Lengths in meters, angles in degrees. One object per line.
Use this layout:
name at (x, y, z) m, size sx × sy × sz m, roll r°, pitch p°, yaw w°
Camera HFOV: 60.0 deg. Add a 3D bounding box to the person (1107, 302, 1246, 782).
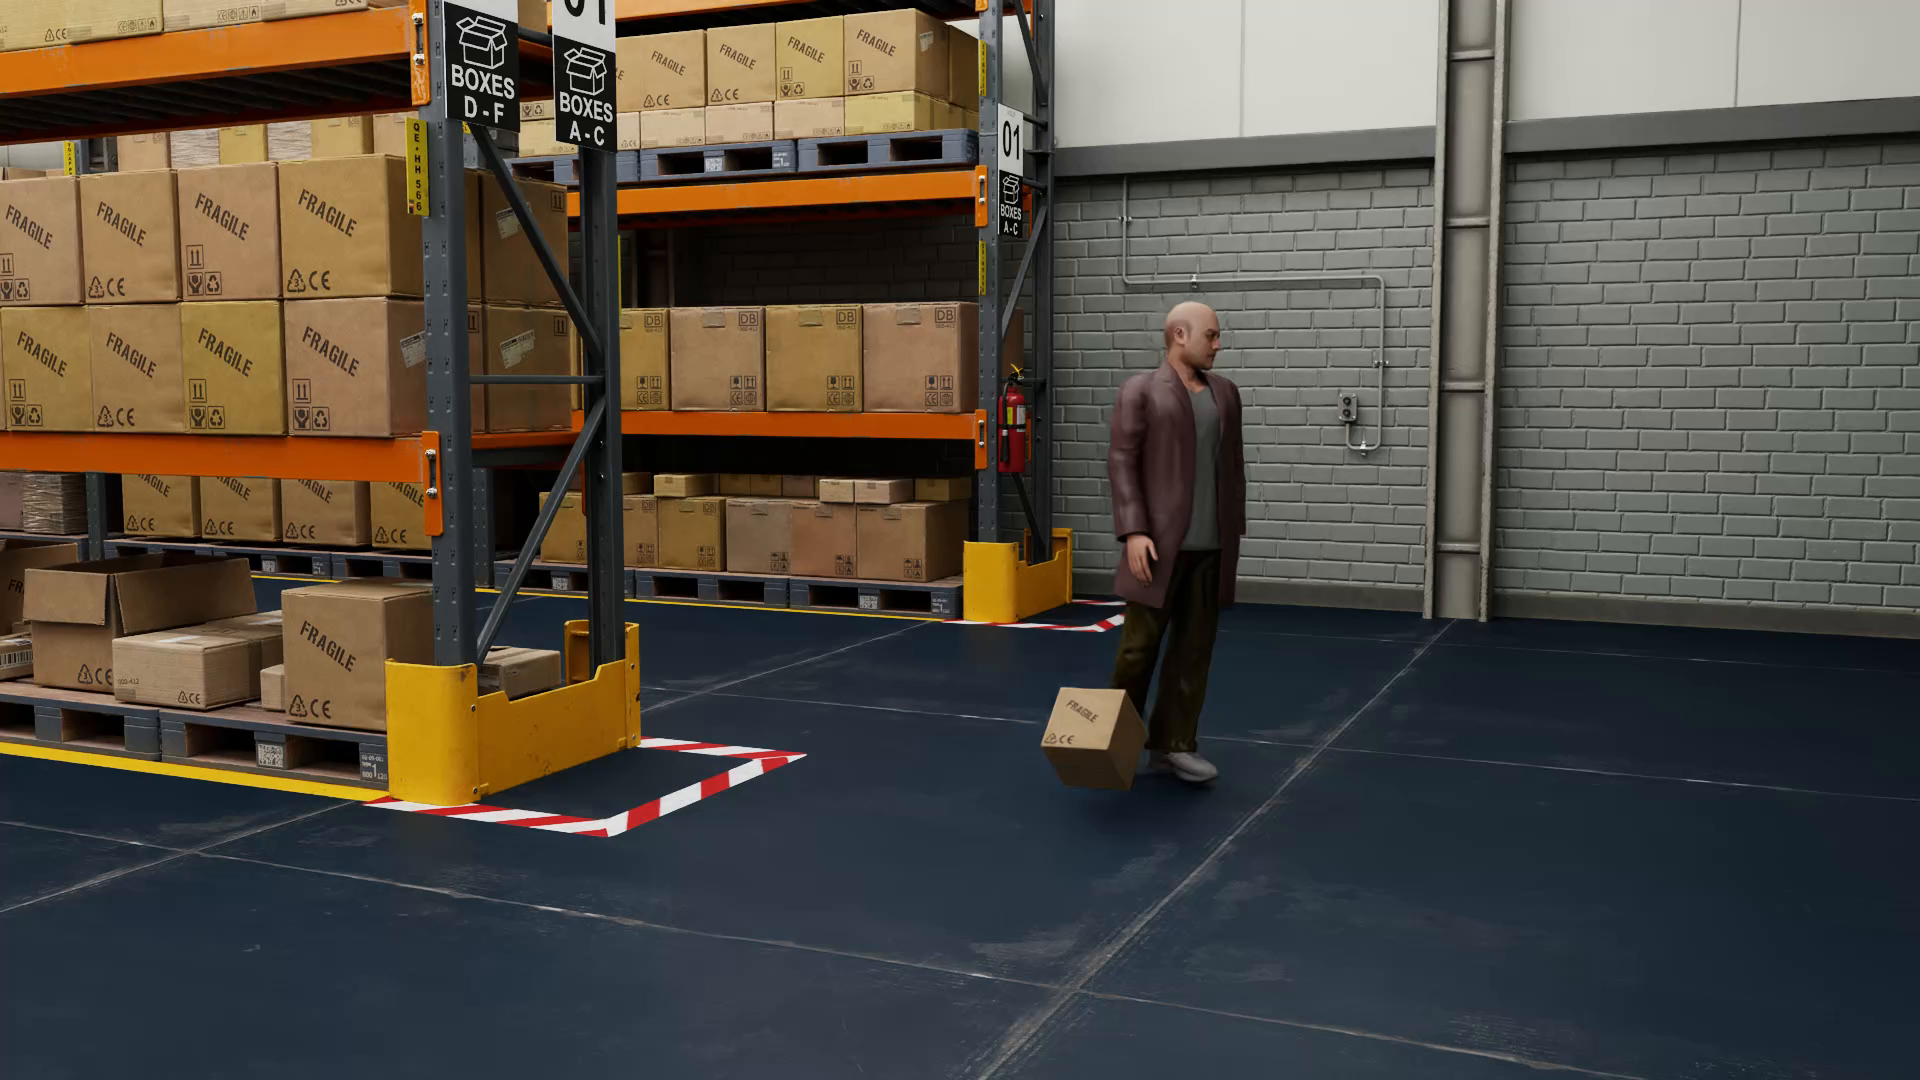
person at (0.753, 0.011, 6.175) m, size 0.730 × 1.776 × 0.459 m, roll -2°, pitch 6°, yaw -23°
